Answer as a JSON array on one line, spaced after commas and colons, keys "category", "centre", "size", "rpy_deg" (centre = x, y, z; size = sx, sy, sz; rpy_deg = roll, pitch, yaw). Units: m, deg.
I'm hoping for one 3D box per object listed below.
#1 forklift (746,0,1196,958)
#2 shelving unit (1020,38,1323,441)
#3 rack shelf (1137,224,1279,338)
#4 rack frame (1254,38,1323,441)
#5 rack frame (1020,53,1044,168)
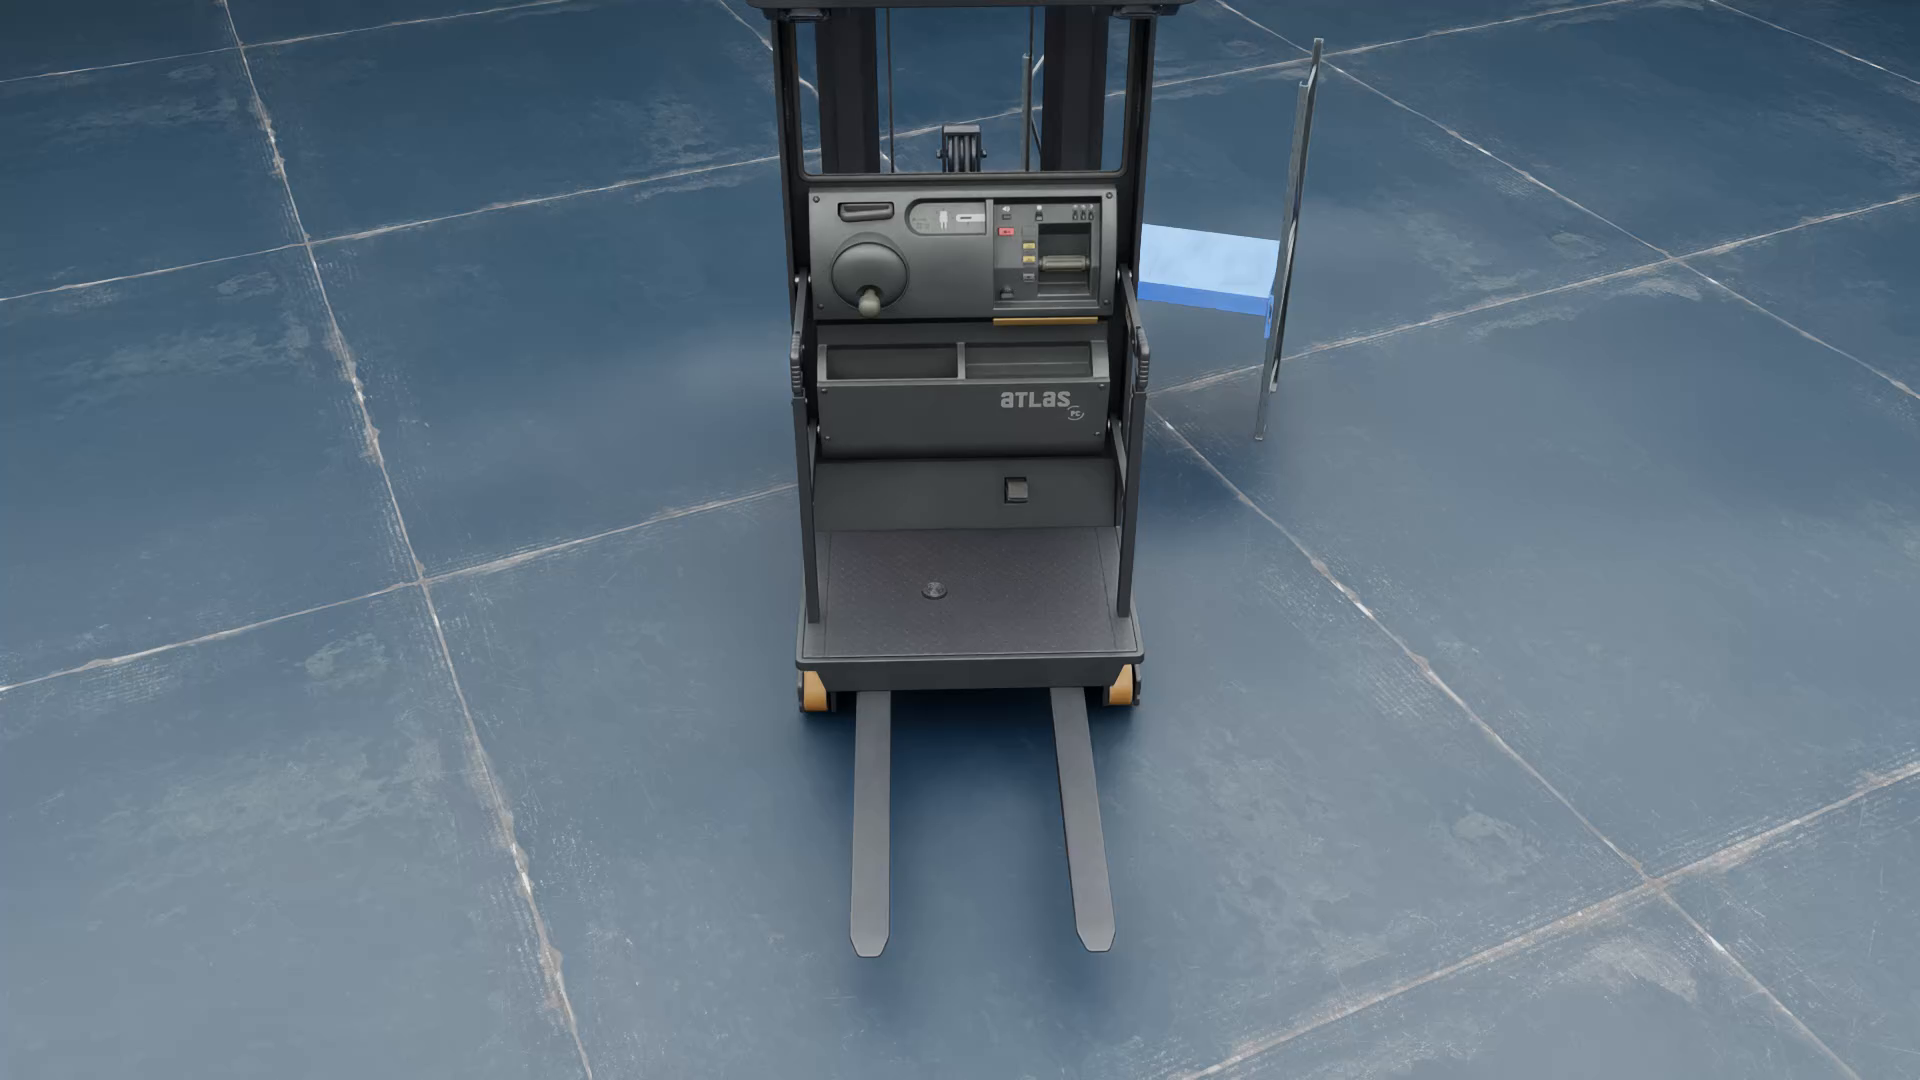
[{"category": "forklift", "centre": [0.019, -0.805, 4.875], "size": [1.130, 2.935, 3.031], "rpy_deg": [-1, 37, -1]}, {"category": "shelving unit", "centre": [0.802, -1.237, 6.659], "size": [1.048, 1.500, 0.538], "rpy_deg": [10, 38, 13]}, {"category": "rack shelf", "centre": [0.802, -1.093, 6.766], "size": [1.000, 0.185, 0.538], "rpy_deg": [10, 38, 13]}, {"category": "rack frame", "centre": [1.290, -1.153, 6.545], "size": [0.032, 1.500, 0.500], "rpy_deg": [10, 38, 13]}, {"category": "rack frame", "centre": [0.314, -1.322, 6.774], "size": [0.032, 1.500, 0.500], "rpy_deg": [10, 38, 13]}]
